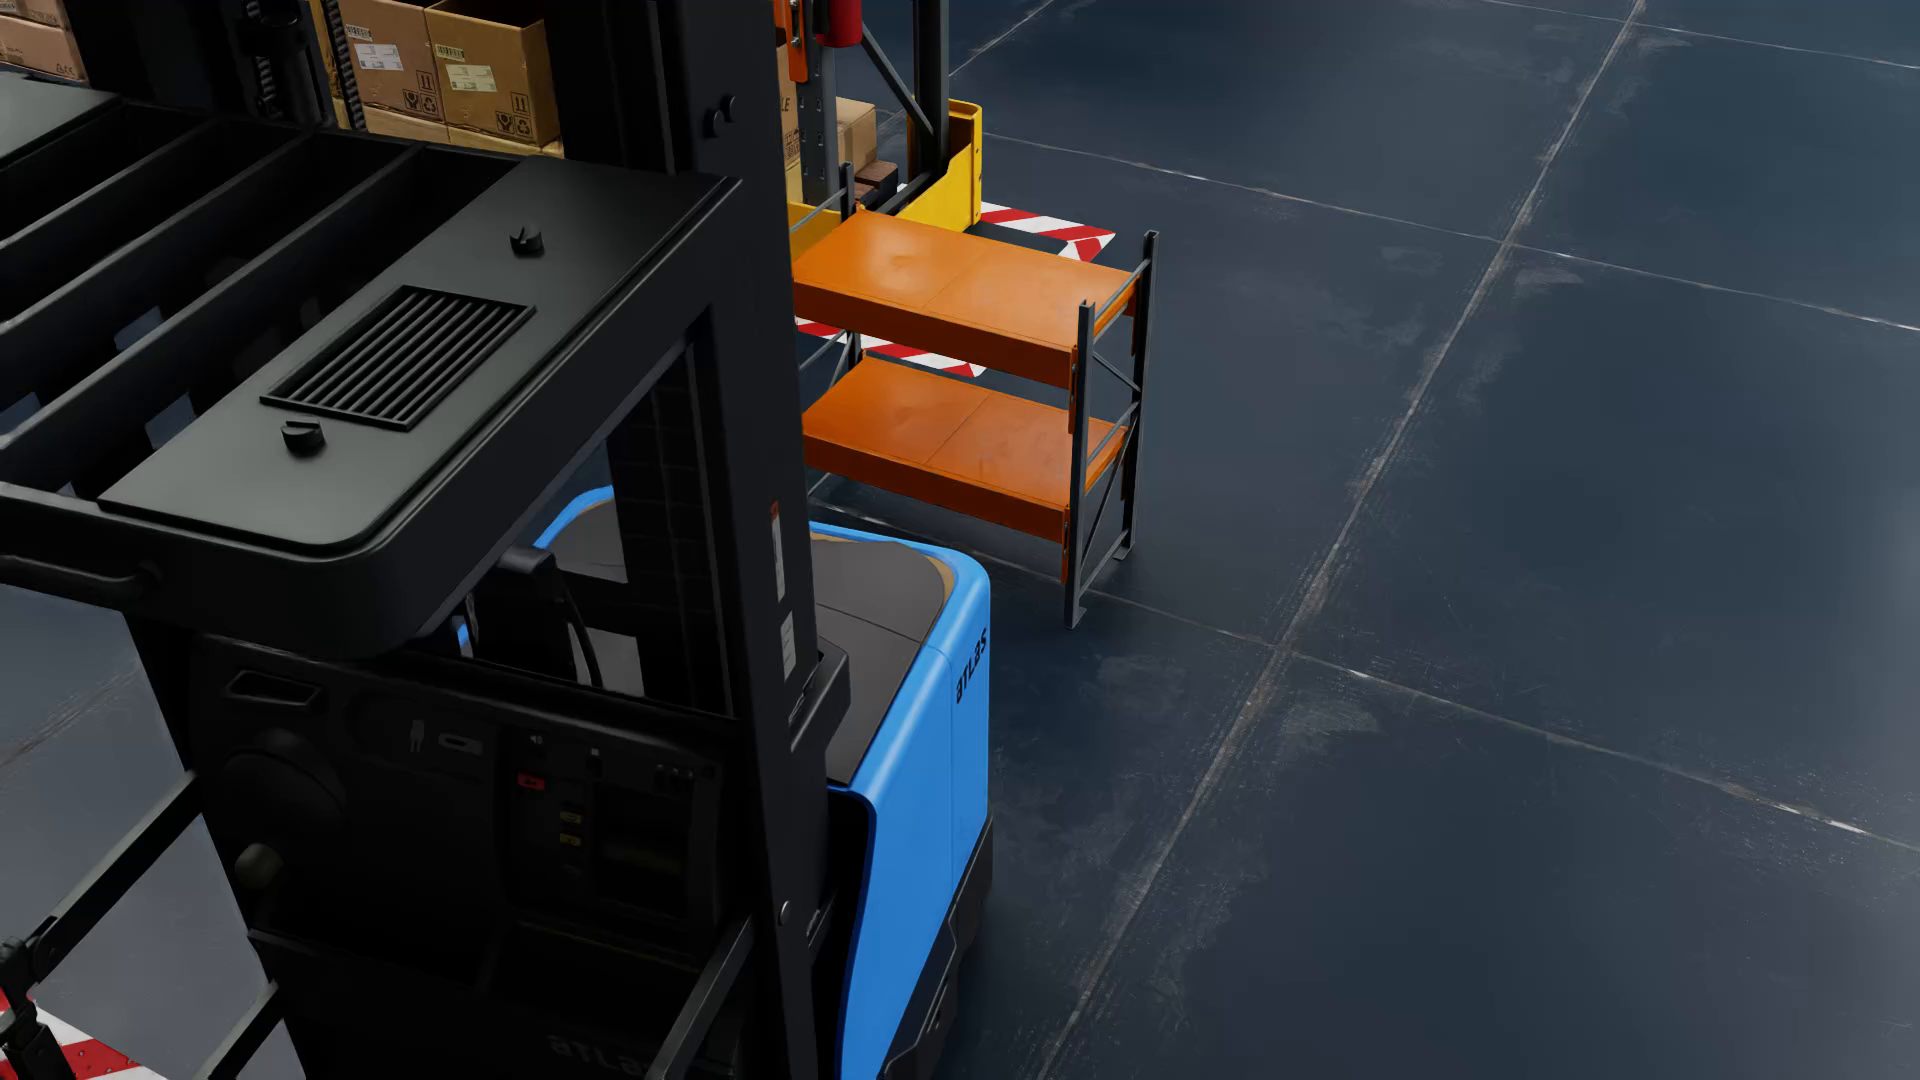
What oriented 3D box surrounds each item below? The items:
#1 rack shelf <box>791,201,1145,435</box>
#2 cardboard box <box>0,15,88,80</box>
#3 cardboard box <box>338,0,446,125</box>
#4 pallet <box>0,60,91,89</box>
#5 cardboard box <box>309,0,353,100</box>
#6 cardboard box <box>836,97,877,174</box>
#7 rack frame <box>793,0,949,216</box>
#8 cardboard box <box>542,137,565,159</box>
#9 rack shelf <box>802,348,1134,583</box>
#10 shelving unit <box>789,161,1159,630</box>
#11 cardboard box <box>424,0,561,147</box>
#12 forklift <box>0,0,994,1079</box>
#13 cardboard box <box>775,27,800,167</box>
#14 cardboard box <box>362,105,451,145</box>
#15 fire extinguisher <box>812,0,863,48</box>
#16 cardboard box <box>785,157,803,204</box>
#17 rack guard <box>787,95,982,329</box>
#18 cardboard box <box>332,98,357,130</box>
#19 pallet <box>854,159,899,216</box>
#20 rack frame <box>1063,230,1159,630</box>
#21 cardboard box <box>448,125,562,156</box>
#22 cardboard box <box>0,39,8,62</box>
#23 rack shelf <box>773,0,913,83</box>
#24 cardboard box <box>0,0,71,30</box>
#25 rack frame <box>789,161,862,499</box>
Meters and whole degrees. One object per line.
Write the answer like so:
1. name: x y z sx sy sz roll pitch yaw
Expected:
1. rack shelf: -0.006 -0.683 4.962 1.000 0.278 0.538 17 41 21
2. cardboard box: -4.380 -2.527 8.252 0.500 0.250 0.500 17 40 21
3. cardboard box: -2.278 -2.153 7.139 0.500 0.500 0.500 17 41 21
4. pallet: -4.551 -2.569 8.686 1.213 0.211 1.003 17 41 21
5. cardboard box: -2.723 -2.291 7.321 0.500 0.500 0.500 17 41 21
6. cardboard box: -0.701 -1.724 7.194 0.500 0.250 0.500 17 41 21
7. rack frame: -0.327 -2.383 6.135 0.127 3.000 1.000 17 41 21
8. cardboard box: -1.389 -1.578 7.002 0.500 0.250 0.500 17 41 21
9. rack shelf: -0.006 -0.255 5.287 1.000 0.278 0.538 17 41 21
10. shelving unit: -0.006 -0.450 5.139 1.048 1.125 0.538 17 41 21
11. cardboard box: -1.835 -2.013 6.955 0.500 0.500 0.500 17 41 21
12. forklift: -0.858 0.477 2.424 1.130 2.935 3.031 11 39 14
13. cardboard box: -0.940 -1.743 6.599 0.500 0.500 0.500 17 41 21
14. cardboard box: -2.277 -1.856 7.368 0.500 0.250 0.500 17 41 21
15. fire extinguisher: -0.436 -2.070 5.787 0.183 0.674 0.296 17 41 21
16. cardboard box: -0.939 -1.446 6.827 0.500 0.250 0.500 17 41 21
17. rack guard: -0.306 -1.381 6.882 0.348 0.500 1.175 17 41 21
18. cardboard box: -2.723 -1.992 7.547 0.500 0.250 0.500 17 41 21
19. pallet: -1.025 -1.463 7.229 1.213 0.211 1.003 17 41 21
20. rack frame: 0.445 -0.309 4.953 0.032 1.125 0.500 17 41 21
21. cardboard box: -1.833 -1.716 7.184 0.500 0.250 0.500 17 41 21
22. cardboard box: -4.829 -2.669 8.438 0.500 0.250 0.500 17 40 21
23. rack shelf: -2.103 -2.653 7.086 4.000 0.370 1.077 17 41 21
24. cardboard box: -4.370 -2.749 8.081 0.500 0.311 0.500 17 41 21
25. rack frame: -0.457 -0.591 5.325 0.032 1.125 0.500 17 41 21
